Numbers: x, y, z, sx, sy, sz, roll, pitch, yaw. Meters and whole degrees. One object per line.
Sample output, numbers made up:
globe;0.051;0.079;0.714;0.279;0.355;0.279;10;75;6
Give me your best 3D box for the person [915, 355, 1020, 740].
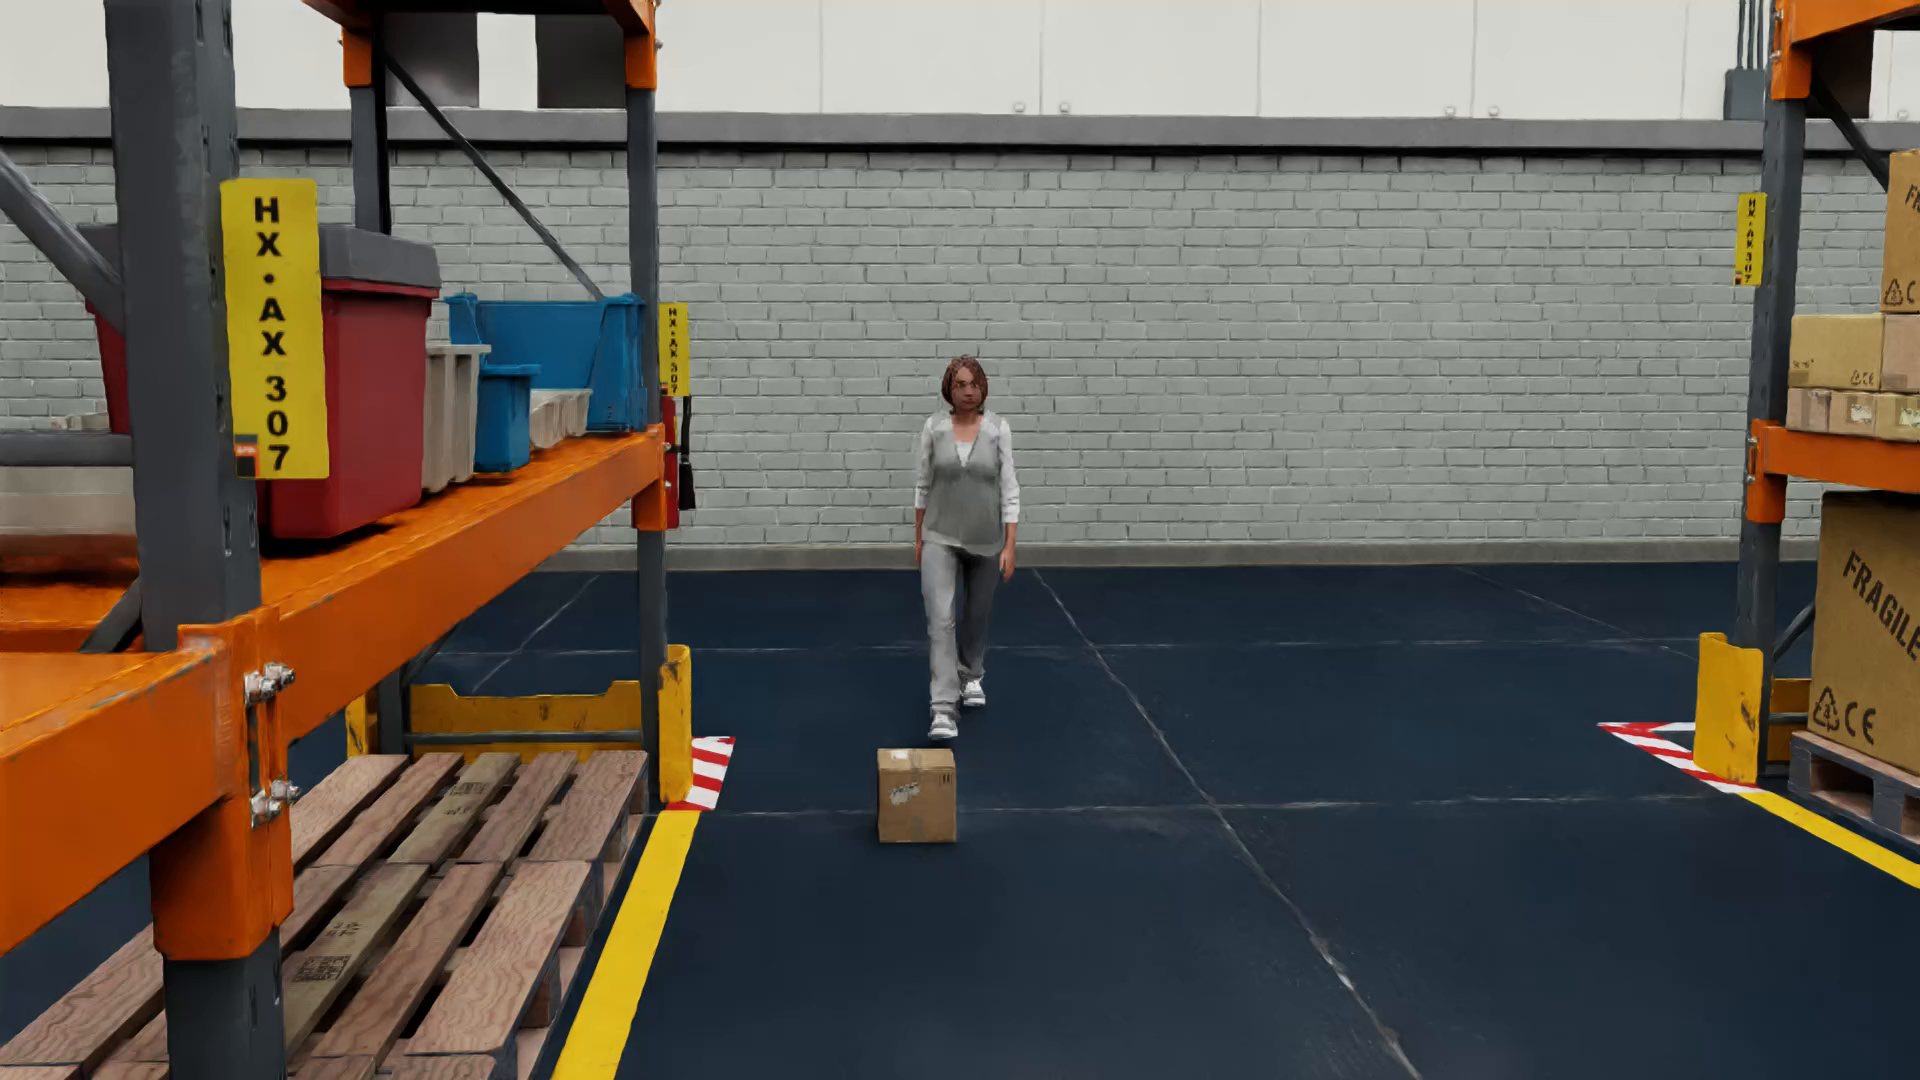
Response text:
person;0.033;0.004;6.817;0.428;1.516;1.009;0;7;-3
